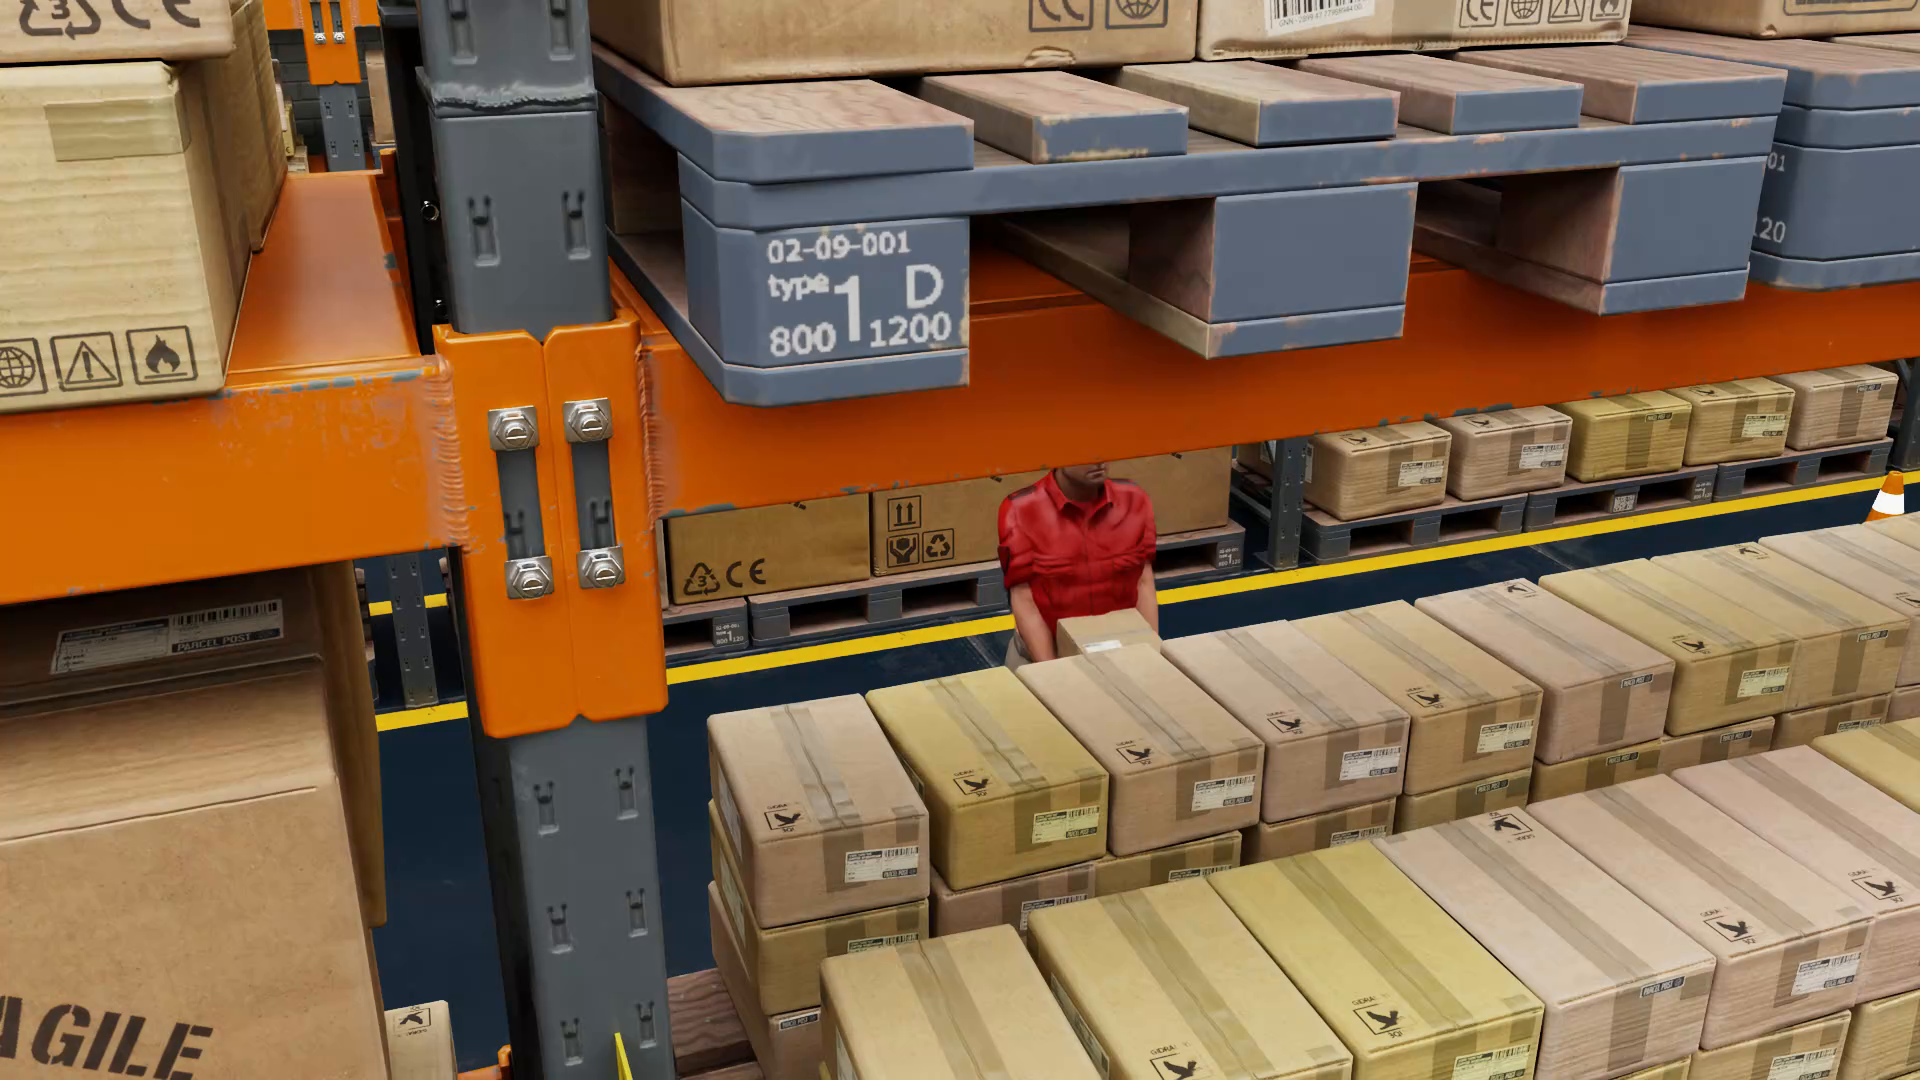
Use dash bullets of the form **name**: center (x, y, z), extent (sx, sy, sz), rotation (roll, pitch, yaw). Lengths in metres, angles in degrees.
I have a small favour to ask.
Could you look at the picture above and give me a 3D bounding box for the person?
- **person**: center (0.389, 0.458, 5.018), extent (0.494, 1.718, 0.538), rotation (-8, 24, -18)
